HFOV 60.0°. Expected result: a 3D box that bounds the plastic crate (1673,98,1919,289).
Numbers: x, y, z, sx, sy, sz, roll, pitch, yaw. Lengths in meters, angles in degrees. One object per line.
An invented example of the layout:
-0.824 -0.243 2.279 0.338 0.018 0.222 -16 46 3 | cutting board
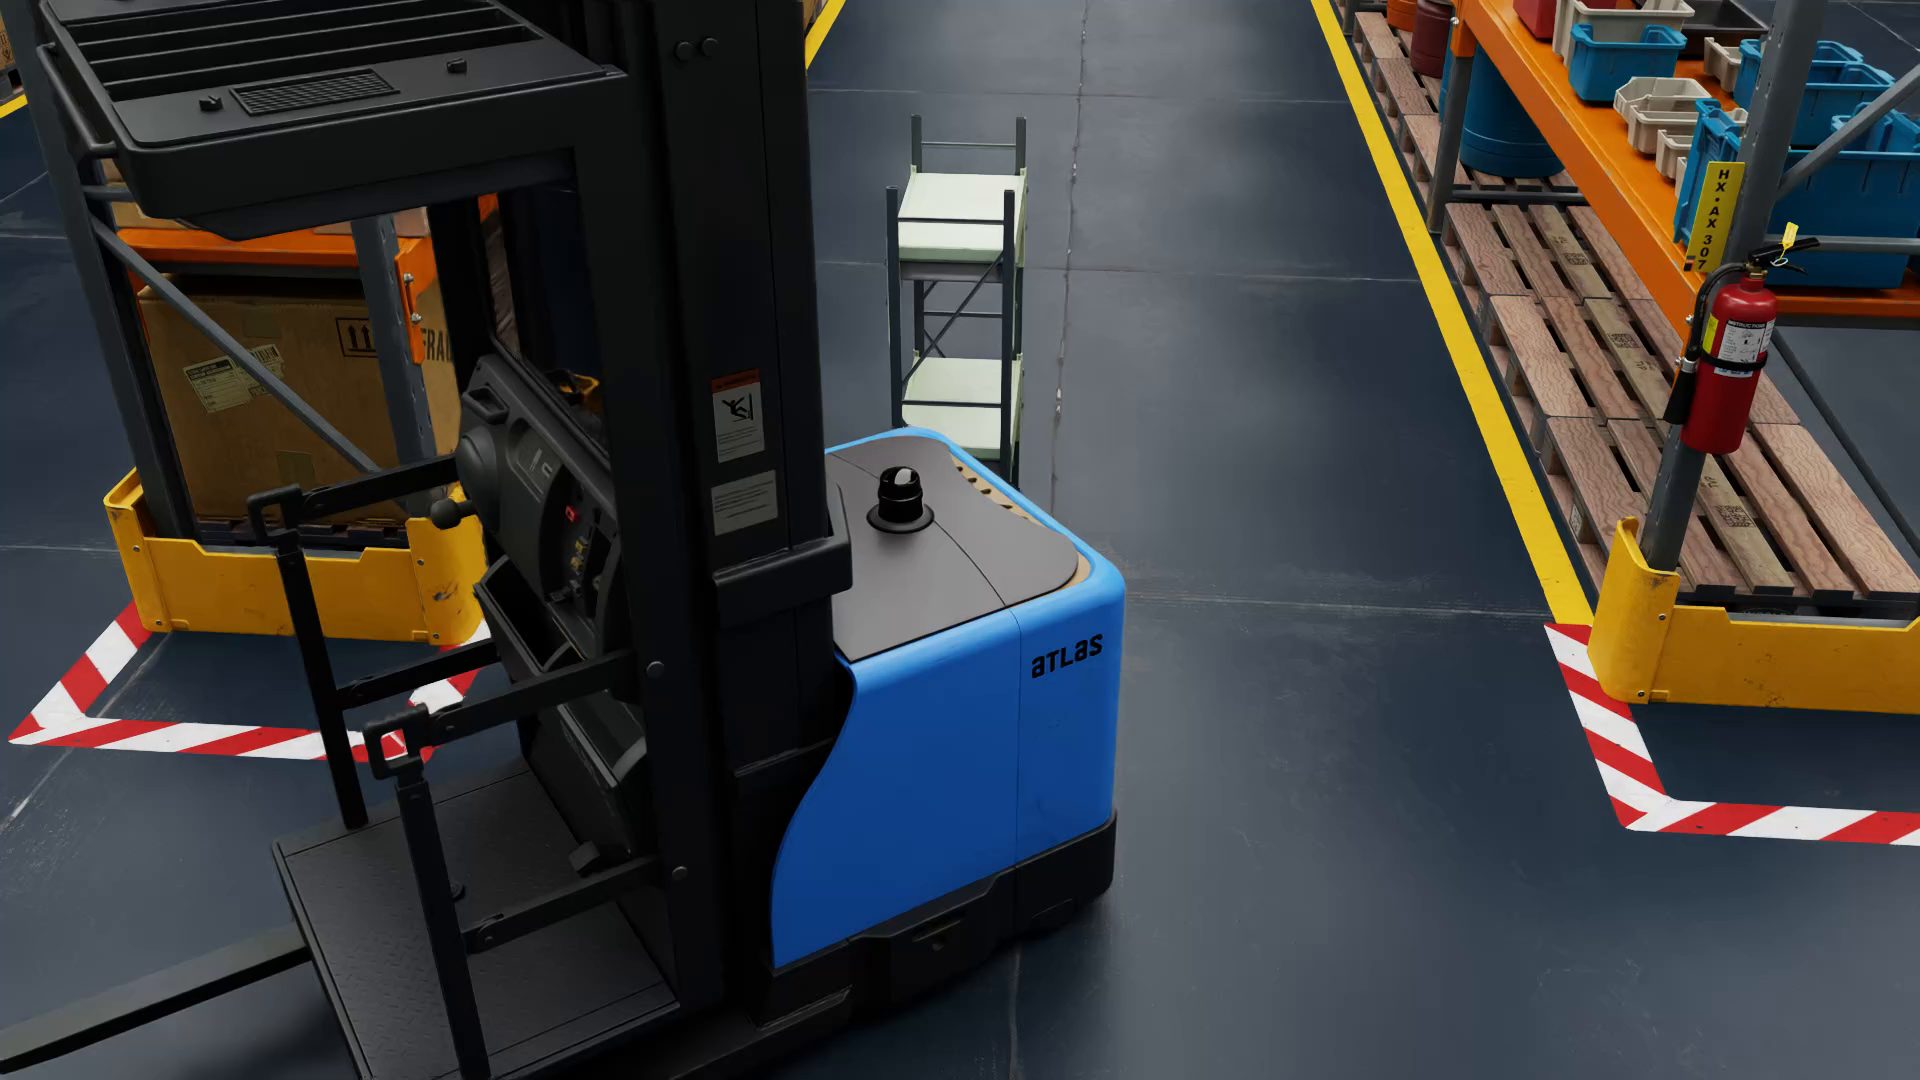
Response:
2.529 -1.052 5.008 0.616 0.435 0.499 2 32 4 | plastic crate

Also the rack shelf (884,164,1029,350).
0.001 -0.974 5.657 0.431 0.370 0.720 2 32 4 | rack shelf

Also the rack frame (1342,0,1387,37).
3.339 -5.012 11.524 1.000 3.000 0.127 2 32 4 | rack frame

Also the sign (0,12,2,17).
-2.789 -1.665 4.763 0.100 0.325 0.005 2 32 4 | sign

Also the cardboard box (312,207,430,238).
-1.891 -1.105 5.423 0.380 0.149 0.250 3 32 5 | cardboard box

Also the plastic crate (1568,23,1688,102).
2.599 -1.868 6.524 0.416 0.233 0.300 2 32 4 | plastic crate

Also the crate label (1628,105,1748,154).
2.610 -1.474 5.977 0.396 0.136 0.243 2 32 4 | crate label

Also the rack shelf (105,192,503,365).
-2.086 -1.780 6.965 1.077 0.370 4.000 2 32 4 | rack shelf

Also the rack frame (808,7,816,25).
-1.598 -5.224 11.867 1.000 3.000 0.127 2 32 4 | rack frame

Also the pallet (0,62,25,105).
-6.700 -3.256 11.333 1.003 0.211 1.213 2 32 4 | pallet

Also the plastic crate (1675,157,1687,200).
2.573 -1.176 5.494 0.396 0.136 0.243 2 32 4 | plastic crate

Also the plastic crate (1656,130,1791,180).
2.611 -1.327 5.739 0.396 0.136 0.243 2 32 4 | plastic crate

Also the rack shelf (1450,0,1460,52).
3.176 -3.660 10.015 1.077 0.370 4.000 2 32 4 | rack shelf

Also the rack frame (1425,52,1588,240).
3.013 -2.920 8.130 1.000 3.000 0.127 2 32 4 | rack frame

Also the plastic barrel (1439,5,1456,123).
3.132 -2.860 9.631 0.600 0.901 0.708 2 32 4 | plastic barrel

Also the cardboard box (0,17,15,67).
-6.463 -3.438 10.951 0.500 0.500 0.500 3 32 5 | cardboard box

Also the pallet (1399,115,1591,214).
3.118 -2.135 9.513 1.003 0.211 1.213 2 32 4 | pallet

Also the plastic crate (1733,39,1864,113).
3.167 -1.744 6.322 0.416 0.233 0.300 2 32 4 | plastic crate

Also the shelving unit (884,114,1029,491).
0.001 -0.642 5.862 0.431 1.500 0.755 2 32 4 | shelving unit

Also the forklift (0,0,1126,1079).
-1.098 -0.055 3.545 3.031 2.935 1.130 -18 36 -27 | forklift

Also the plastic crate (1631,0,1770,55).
3.190 -2.232 7.218 0.437 0.125 0.590 2 32 4 | plastic crate

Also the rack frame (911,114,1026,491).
0.030 -0.833 6.173 0.400 1.500 0.023 2 32 4 | rack frame

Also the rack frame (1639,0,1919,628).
2.688 -0.829 4.736 1.000 3.000 0.127 2 32 4 | rack frame

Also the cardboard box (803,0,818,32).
-1.675 -4.138 11.730 1.225 0.875 0.875 1 32 2 | cardboard box

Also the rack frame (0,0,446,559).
-2.249 -1.040 5.079 1.000 3.000 0.127 2 32 4 | rack frame

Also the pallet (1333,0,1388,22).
3.441 -4.228 12.910 1.003 0.211 1.213 2 32 4 | pallet

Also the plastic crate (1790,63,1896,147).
3.143 -1.587 6.068 0.416 0.233 0.300 2 32 4 | plastic crate

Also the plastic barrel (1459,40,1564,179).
3.074 -2.490 9.031 0.600 0.901 0.708 2 32 4 | plastic barrel

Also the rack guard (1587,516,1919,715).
2.699 0.248 5.370 1.175 0.500 0.348 2 32 4 | rack guard

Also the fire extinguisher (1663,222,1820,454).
2.222 -0.578 4.757 0.296 0.674 0.183 2 32 4 | fire extinguisher

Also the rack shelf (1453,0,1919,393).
2.850 -1.568 6.621 1.077 0.370 4.000 2 32 4 | rack shelf

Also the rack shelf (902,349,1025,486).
0.001 -0.364 6.033 0.431 0.370 0.720 2 32 4 | rack shelf

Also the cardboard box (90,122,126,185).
-2.474 -1.368 5.470 0.500 0.250 0.500 2 32 3 | cardboard box

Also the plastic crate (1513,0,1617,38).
2.691 -2.517 7.357 0.402 0.464 0.583 2 32 4 | plastic crate

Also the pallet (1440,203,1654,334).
2.992 -1.347 8.235 1.003 0.211 1.213 2 32 4 | pallet

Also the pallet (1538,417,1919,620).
2.793 -0.071 6.164 1.003 0.211 1.213 2 32 4 | pallet

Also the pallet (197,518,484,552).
-2.262 -0.275 6.495 1.003 0.211 1.213 2 32 4 | pallet

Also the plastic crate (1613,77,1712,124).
2.615 -1.629 6.229 0.298 0.136 0.250 2 32 4 | plastic crate

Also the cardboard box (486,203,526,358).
-2.203 -1.129 6.847 0.875 0.875 0.875 2 32 4 | cardboard box

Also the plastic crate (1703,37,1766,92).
3.171 -1.910 6.685 0.293 0.136 0.466 2 32 4 | plastic crate

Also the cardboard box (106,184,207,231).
-2.548 -1.134 5.470 0.380 0.149 0.250 3 32 5 | cardboard box

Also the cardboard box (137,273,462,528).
-2.277 -0.653 6.075 0.875 0.875 0.875 2 32 4 | cardboard box

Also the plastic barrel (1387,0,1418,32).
3.316 -4.010 11.567 0.600 0.830 0.708 2 32 4 | plastic barrel

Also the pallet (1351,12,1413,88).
3.316 -3.411 11.583 1.003 0.211 1.213 2 32 4 | pallet

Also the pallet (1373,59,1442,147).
3.214 -2.775 10.551 1.003 0.211 1.213 2 32 4 | pallet

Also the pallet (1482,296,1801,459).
2.895 -0.707 7.197 1.003 0.211 1.213 2 32 4 | pallet

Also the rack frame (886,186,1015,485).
-0.029 -0.451 5.552 0.400 1.500 0.023 2 32 4 | rack frame

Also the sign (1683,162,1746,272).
2.138 -0.913 4.717 0.100 0.325 0.005 2 32 4 | sign

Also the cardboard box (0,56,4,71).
-6.493 -3.163 10.506 0.500 0.500 0.500 4 32 6 | cardboard box

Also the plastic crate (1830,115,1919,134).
3.089 -1.242 5.509 0.416 0.233 0.300 2 32 4 | plastic crate

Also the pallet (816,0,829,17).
-1.533 -4.445 13.262 1.003 0.211 1.213 2 32 4 | pallet

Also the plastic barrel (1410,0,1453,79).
3.224 -3.317 10.672 0.600 0.588 0.708 2 32 4 | plastic barrel

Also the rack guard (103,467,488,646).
-2.251 0.036 5.714 1.175 0.500 0.348 2 32 4 | rack guard

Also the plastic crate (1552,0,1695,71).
2.705 -2.105 6.862 0.437 0.282 0.530 2 32 4 | plastic crate

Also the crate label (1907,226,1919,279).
3.036 -0.898 4.951 0.416 0.233 0.303 2 32 4 | crate label
